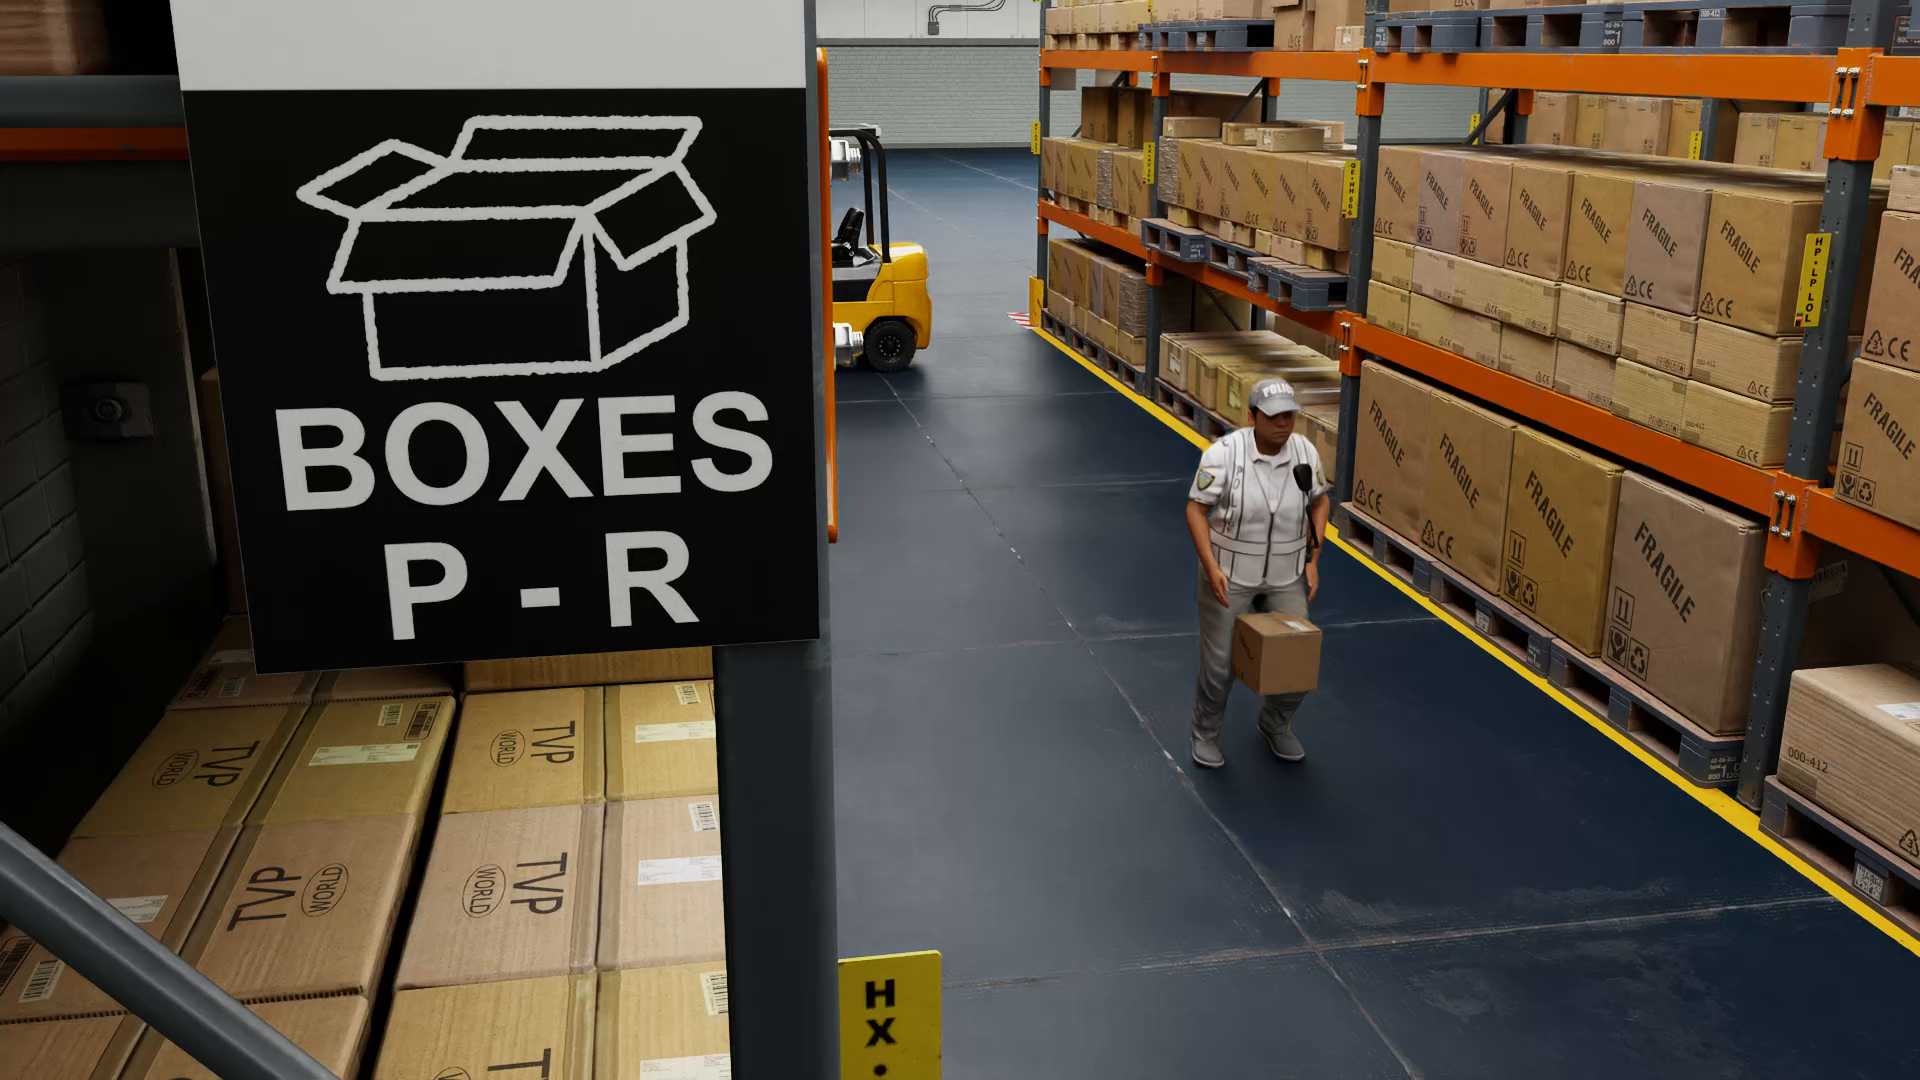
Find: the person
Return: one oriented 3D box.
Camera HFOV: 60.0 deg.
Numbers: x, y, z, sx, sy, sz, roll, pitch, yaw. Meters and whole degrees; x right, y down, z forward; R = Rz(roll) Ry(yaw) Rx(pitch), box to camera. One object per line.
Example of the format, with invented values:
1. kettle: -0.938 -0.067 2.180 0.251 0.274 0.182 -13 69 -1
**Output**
1. person: 1.186 0.143 6.626 0.602 1.625 0.492 -2 17 -8
